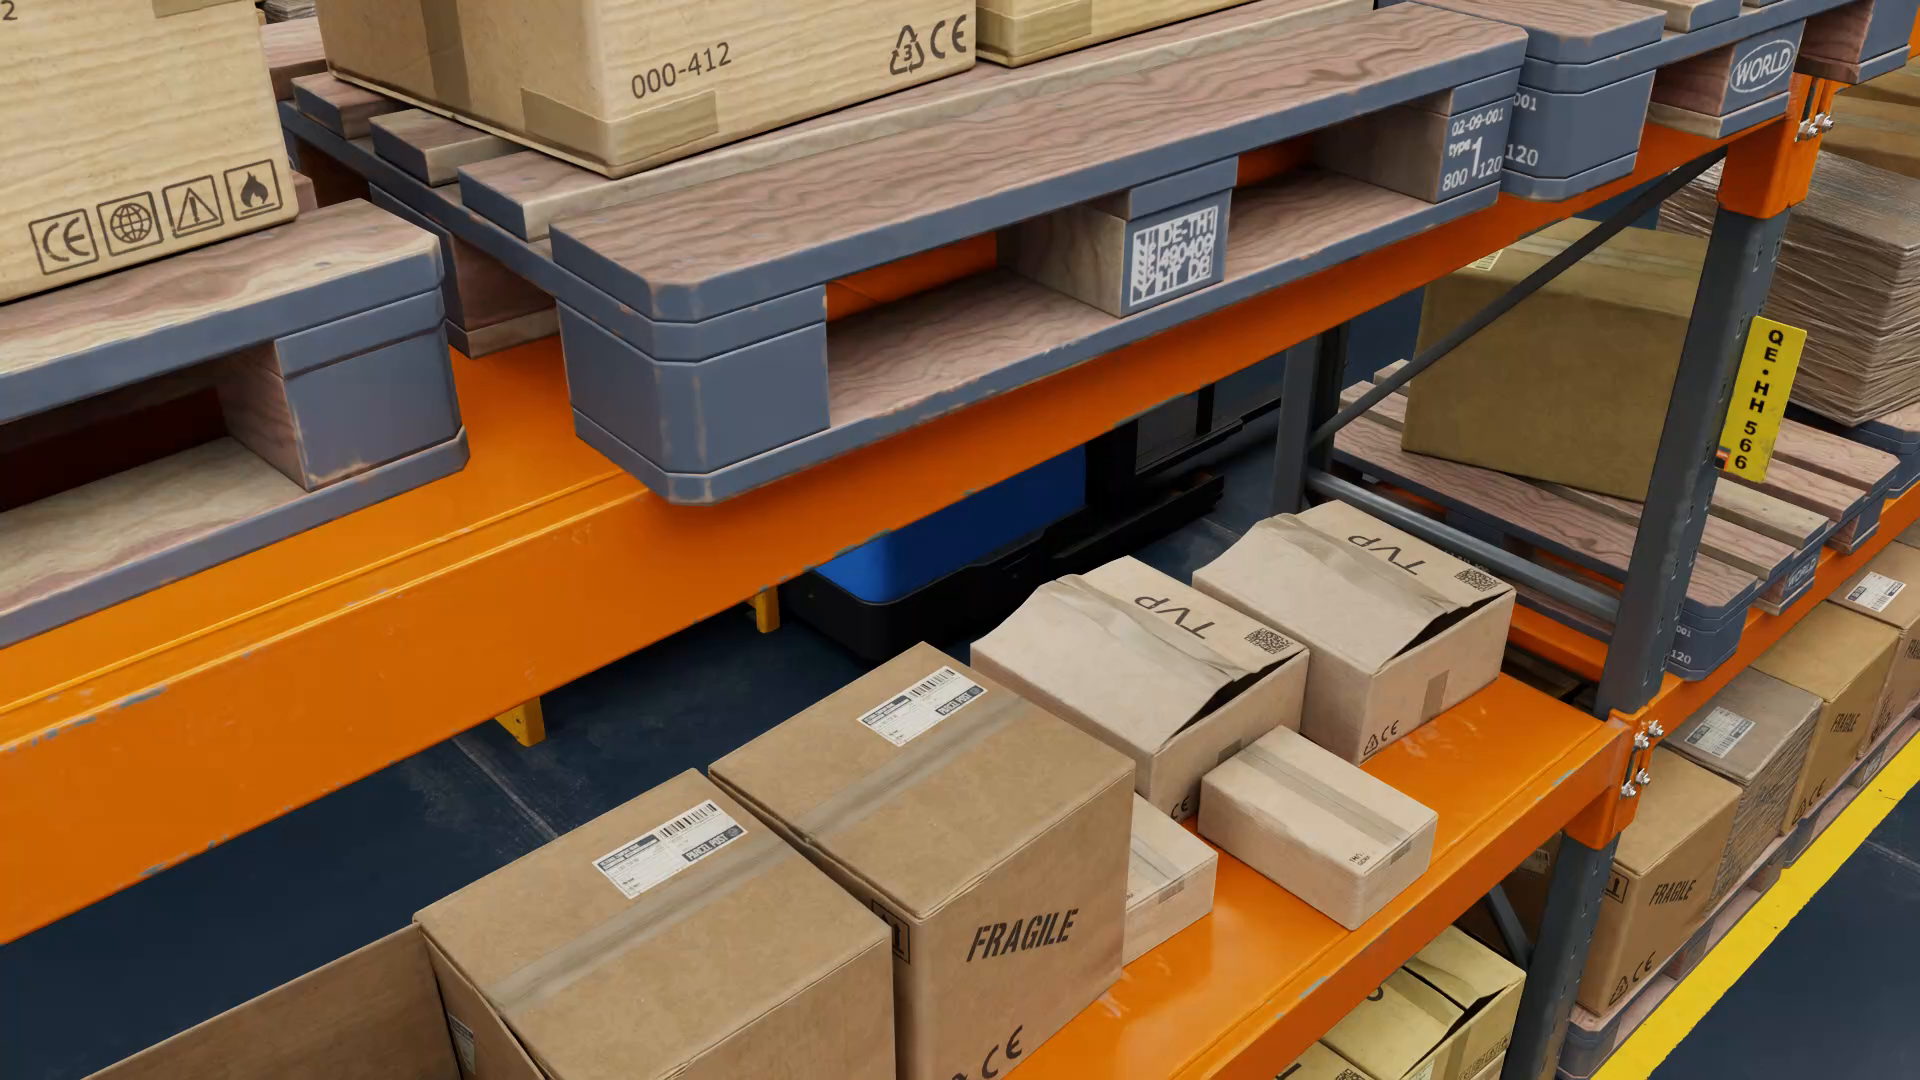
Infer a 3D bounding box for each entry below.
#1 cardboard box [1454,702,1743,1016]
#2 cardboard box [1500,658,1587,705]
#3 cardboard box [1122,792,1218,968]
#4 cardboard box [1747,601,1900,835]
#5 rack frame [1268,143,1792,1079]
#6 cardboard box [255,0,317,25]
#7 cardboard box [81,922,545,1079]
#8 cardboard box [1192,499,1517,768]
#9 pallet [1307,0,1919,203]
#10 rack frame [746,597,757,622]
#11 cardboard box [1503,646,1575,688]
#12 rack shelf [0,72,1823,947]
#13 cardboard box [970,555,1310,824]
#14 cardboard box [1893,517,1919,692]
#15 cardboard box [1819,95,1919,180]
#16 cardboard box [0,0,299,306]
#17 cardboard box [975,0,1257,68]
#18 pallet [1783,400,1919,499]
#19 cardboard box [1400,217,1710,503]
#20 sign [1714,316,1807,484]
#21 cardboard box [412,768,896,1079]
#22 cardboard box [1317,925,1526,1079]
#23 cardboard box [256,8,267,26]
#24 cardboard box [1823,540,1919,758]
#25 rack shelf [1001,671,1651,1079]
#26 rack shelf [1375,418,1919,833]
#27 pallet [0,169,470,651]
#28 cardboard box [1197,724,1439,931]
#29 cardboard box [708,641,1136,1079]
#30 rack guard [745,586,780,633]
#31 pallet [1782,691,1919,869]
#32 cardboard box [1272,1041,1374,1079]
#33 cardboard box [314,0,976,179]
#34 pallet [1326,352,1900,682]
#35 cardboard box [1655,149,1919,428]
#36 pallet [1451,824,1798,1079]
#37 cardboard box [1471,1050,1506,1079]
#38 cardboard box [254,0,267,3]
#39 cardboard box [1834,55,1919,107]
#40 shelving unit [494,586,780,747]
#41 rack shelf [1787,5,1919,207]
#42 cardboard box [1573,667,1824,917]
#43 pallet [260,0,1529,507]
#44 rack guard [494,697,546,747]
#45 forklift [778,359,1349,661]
[{"bbox_3d":[1.686,0.843,4.471,0.500,0.500,0.500,-24,39,-34],"label":"cardboard box"},{"bbox_3d":[1.684,0.473,5.075,0.500,0.500,0.500,-24,39,-34],"label":"cardboard box"},{"bbox_3d":[0.261,0.597,3.139,0.250,0.149,0.380,-23,38,-32],"label":"cardboard box"},{"bbox_3d":[2.437,0.479,5.066,0.500,0.500,0.500,-26,40,-36],"label":"cardboard box"},{"bbox_3d":[1.158,0.016,3.849,0.127,3.000,1.000,-26,40,-35],"label":"rack frame"},{"bbox_3d":[-2.551,-1.938,6.526,0.700,0.500,0.500,24,39,34],"label":"cardboard box"},{"bbox_3d":[-0.815,0.939,2.243,0.500,0.500,0.500,-23,38,-32],"label":"cardboard box"},{"bbox_3d":[0.861,0.166,3.688,0.500,0.311,0.500,-23,38,-33],"label":"cardboard box"},{"bbox_3d":[0.721,-0.908,2.666,1.003,0.211,1.213,-24,39,-33],"label":"pallet"},{"bbox_3d":[-0.891,-0.416,5.993,0.032,1.500,0.500,-26,40,-35],"label":"rack frame"},{"bbox_3d":[1.722,0.132,4.915,0.500,0.250,0.500,-24,39,-34],"label":"cardboard box"},{"bbox_3d":[-0.309,-0.247,2.094,4.000,0.370,1.077,-26,40,-35],"label":"rack shelf"},{"bbox_3d":[0.370,0.297,3.474,0.500,0.311,0.500,-26,40,-36],"label":"cardboard box"},{"bbox_3d":[3.188,0.110,5.669,0.500,0.500,0.500,-25,39,-35],"label":"cardboard box"},{"bbox_3d":[2.837,-0.974,4.970,0.700,0.500,0.500,18,36,27],"label":"cardboard box"},{"bbox_3d":[-0.916,-0.371,1.347,0.500,0.250,0.500,25,39,34],"label":"cardboard box"},{"bbox_3d":[0.064,-0.805,2.057,0.500,0.250,0.500,-27,40,-36],"label":"cardboard box"},{"bbox_3d":[2.581,-0.594,5.030,1.213,0.211,1.003,-26,40,-35],"label":"pallet"},{"bbox_3d":[1.543,-0.472,4.149,0.700,0.500,0.500,15,35,23],"label":"cardboard box"},{"bbox_3d":[1.538,-0.267,3.201,0.005,0.325,0.100,-26,40,-35],"label":"sign"},{"bbox_3d":[-0.447,0.761,2.534,0.500,0.500,0.500,-26,40,-35],"label":"cardboard box"},{"bbox_3d":[0.941,1.051,3.852,0.500,0.311,0.500,-25,39,-34],"label":"cardboard box"},{"bbox_3d":[-2.942,-1.729,6.185,0.700,0.500,0.500,25,39,35],"label":"cardboard box"},{"bbox_3d":[2.816,0.292,5.372,0.500,0.500,0.500,-27,41,-37],"label":"cardboard box"},{"bbox_3d":[-0.309,1.032,2.876,4.000,0.370,1.077,-26,40,-35],"label":"rack shelf"},{"bbox_3d":[2.624,-0.387,5.196,4.000,0.370,1.077,-26,40,-35],"label":"rack shelf"},{"bbox_3d":[-1.137,-0.081,1.316,0.805,0.209,1.217,27,41,37],"label":"pallet"},{"bbox_3d":[0.686,0.548,3.220,0.250,0.149,0.380,-26,40,-35],"label":"cardboard box"},{"bbox_3d":[-0.061,0.575,2.839,0.500,0.500,0.500,27,40,36],"label":"cardboard box"},{"bbox_3d":[-0.892,0.117,6.318,0.087,0.250,0.587,-26,40,-35],"label":"rack guard"},{"bbox_3d":[2.625,0.525,5.690,1.213,0.211,1.003,-26,40,-35],"label":"pallet"},{"bbox_3d":[0.565,1.237,3.547,0.500,0.311,0.500,-27,40,-36],"label":"cardboard box"},{"bbox_3d":[-0.332,-0.615,1.746,0.500,0.250,0.500,25,40,35],"label":"cardboard box"},{"bbox_3d":[1.607,-0.170,4.336,1.003,0.211,1.213,-26,40,-35],"label":"pallet"},{"bbox_3d":[2.343,-0.724,4.560,0.500,0.500,0.700,-18,36,-27],"label":"cardboard box"},{"bbox_3d":[1.731,0.955,4.986,1.213,0.211,1.003,-26,40,-35],"label":"pallet"},{"bbox_3d":[0.938,1.290,3.999,0.500,0.250,0.500,-25,39,-34],"label":"cardboard box"},{"bbox_3d":[-2.671,-2.131,6.221,0.380,0.149,0.250,22,38,31],"label":"cardboard box"},{"bbox_3d":[3.130,-1.274,5.460,0.500,0.500,0.700,-19,36,-28],"label":"cardboard box"},{"bbox_3d":[-1.259,-0.240,5.706,1.083,1.500,0.587,-26,40,-35],"label":"shelving unit"},{"bbox_3d":[2.624,-1.666,4.414,4.000,0.370,1.077,-26,40,-35],"label":"rack shelf"},{"bbox_3d":[2.066,0.655,4.778,0.500,0.500,0.500,-27,41,-37],"label":"cardboard box"},{"bbox_3d":[-0.097,-0.511,2.015,1.213,0.211,1.003,-24,39,-33],"label":"pallet"},{"bbox_3d":[-1.627,0.468,5.745,0.087,0.250,0.587,-26,40,-35],"label":"rack guard"},{"bbox_3d":[0.461,-1.475,6.352,3.031,2.935,1.130,-26,40,-36],"label":"forklift"}]
